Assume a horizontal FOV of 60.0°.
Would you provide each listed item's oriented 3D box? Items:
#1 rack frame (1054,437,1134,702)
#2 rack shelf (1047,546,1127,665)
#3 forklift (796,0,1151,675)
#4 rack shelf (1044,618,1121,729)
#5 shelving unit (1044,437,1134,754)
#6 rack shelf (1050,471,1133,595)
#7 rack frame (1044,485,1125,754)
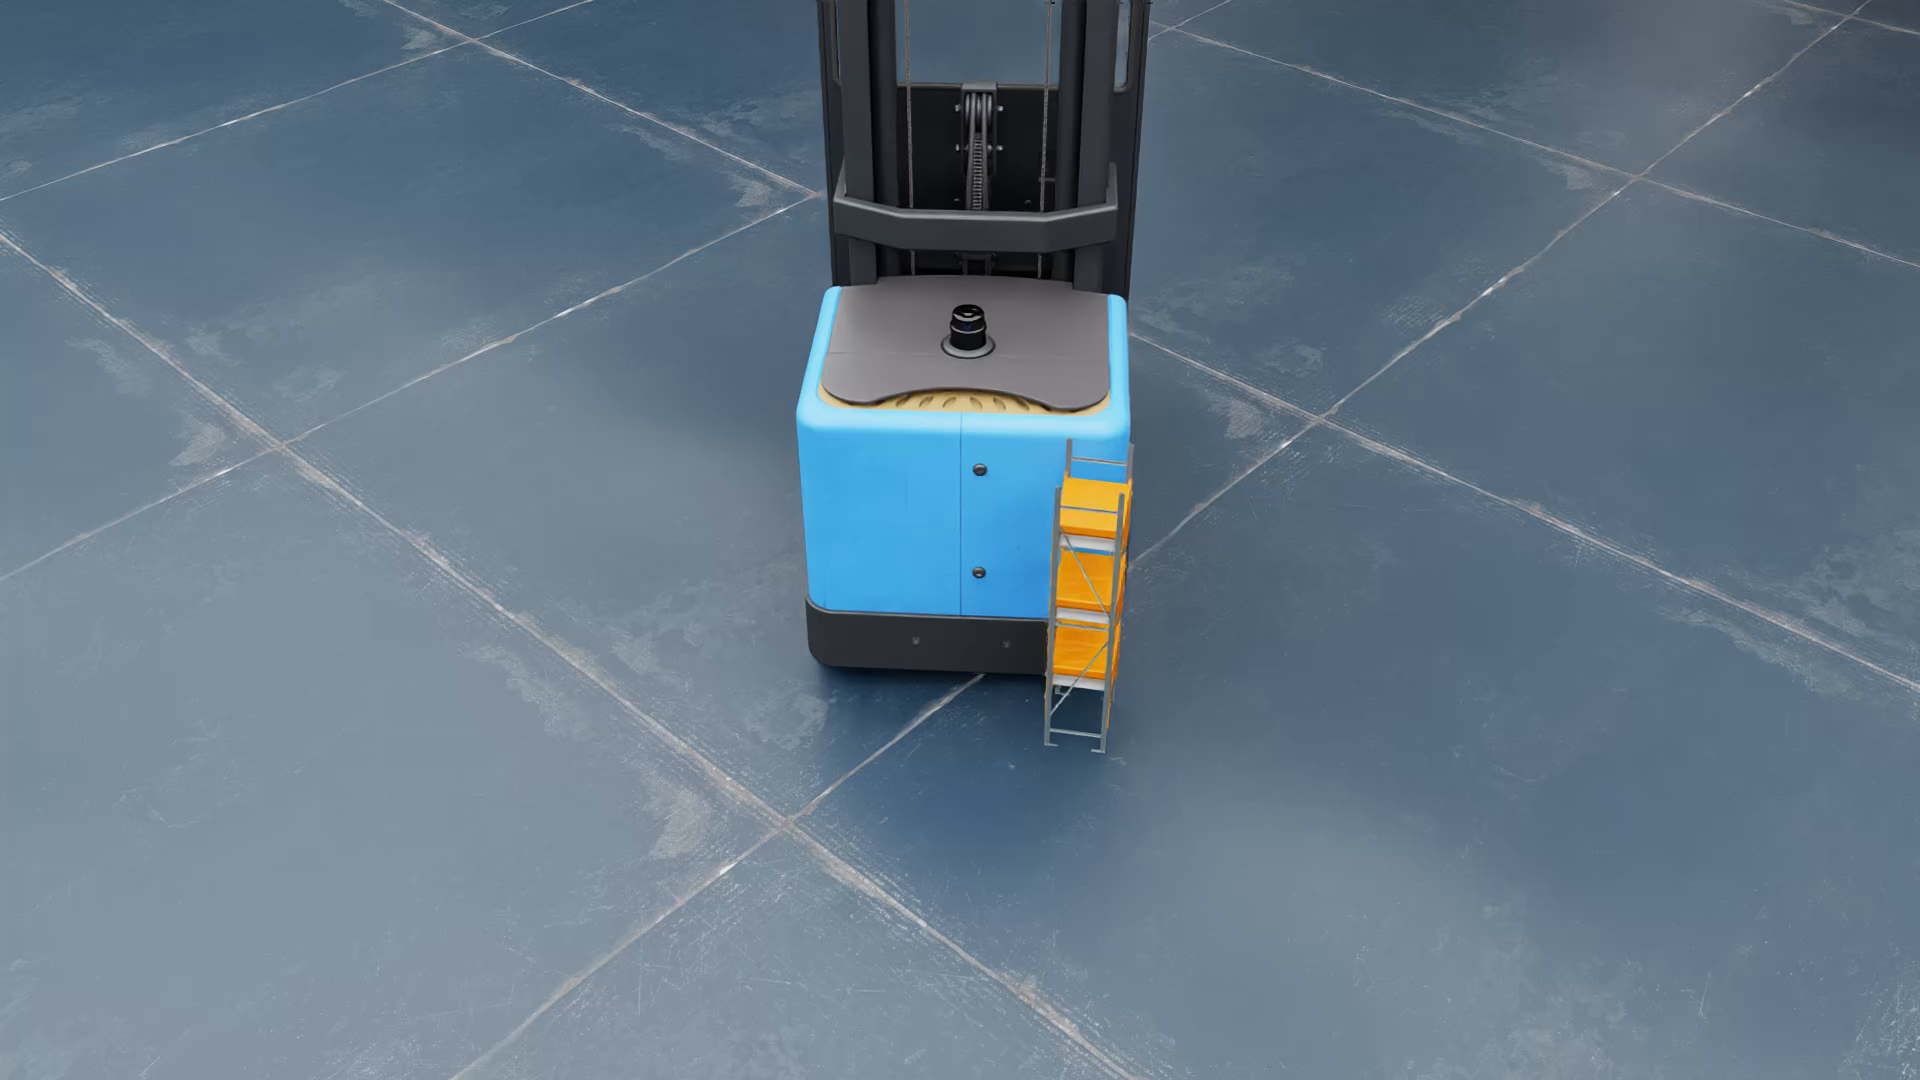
[{"bbox_3d":[0.416,0.118,5.258,0.200,1.050,0.008,7,39,8],"label":"rack frame"},{"bbox_3d":[0.394,0.201,5.171,0.215,0.259,0.240,7,39,8],"label":"rack shelf"},{"bbox_3d":[0.091,-1.590,5.895,1.130,2.935,3.031,2,39,3],"label":"forklift"},{"bbox_3d":[0.394,0.419,5.344,0.215,0.259,0.240,7,39,8],"label":"rack shelf"},{"bbox_3d":[0.394,0.193,5.164,0.215,1.050,0.252,7,39,8],"label":"shelving unit"},{"bbox_3d":[0.394,-0.021,4.994,0.215,0.259,0.240,7,39,8],"label":"rack shelf"},{"bbox_3d":[0.371,0.267,5.070,0.200,1.050,0.008,7,39,8],"label":"rack frame"}]
